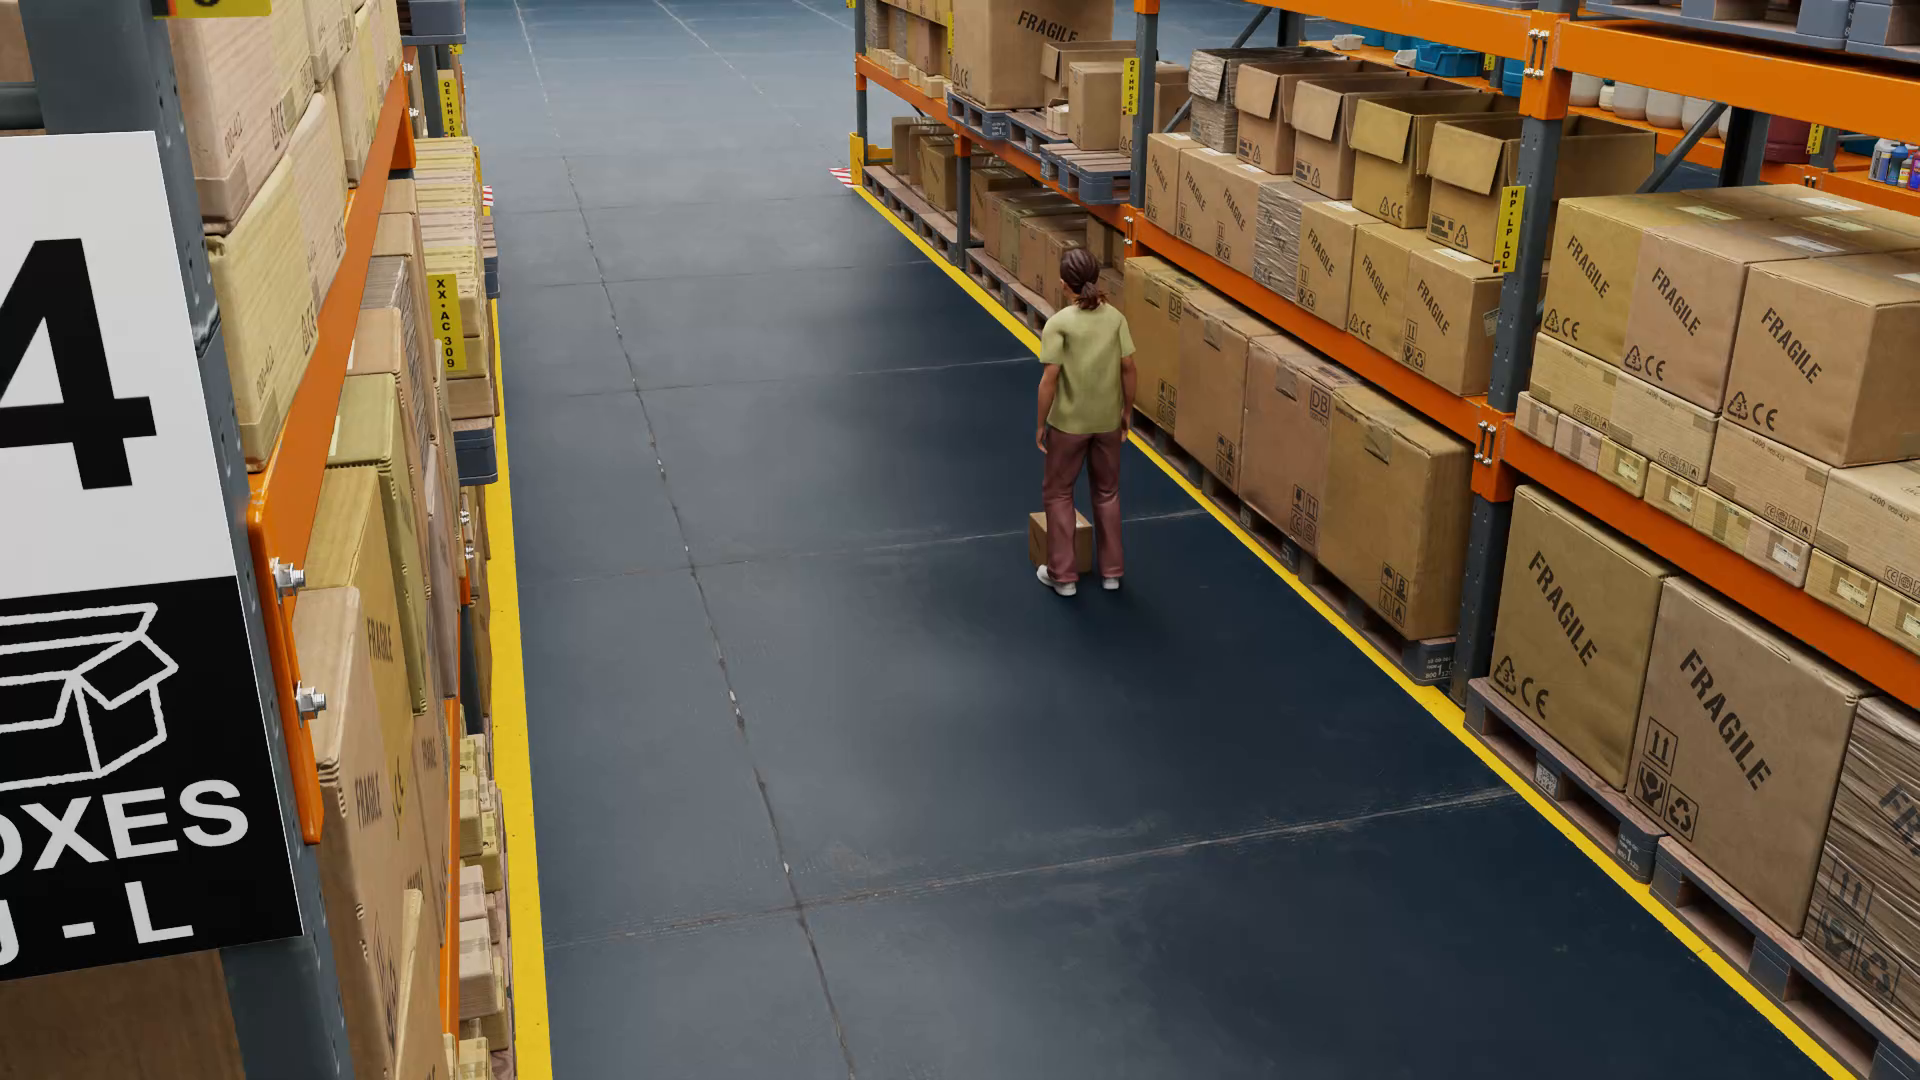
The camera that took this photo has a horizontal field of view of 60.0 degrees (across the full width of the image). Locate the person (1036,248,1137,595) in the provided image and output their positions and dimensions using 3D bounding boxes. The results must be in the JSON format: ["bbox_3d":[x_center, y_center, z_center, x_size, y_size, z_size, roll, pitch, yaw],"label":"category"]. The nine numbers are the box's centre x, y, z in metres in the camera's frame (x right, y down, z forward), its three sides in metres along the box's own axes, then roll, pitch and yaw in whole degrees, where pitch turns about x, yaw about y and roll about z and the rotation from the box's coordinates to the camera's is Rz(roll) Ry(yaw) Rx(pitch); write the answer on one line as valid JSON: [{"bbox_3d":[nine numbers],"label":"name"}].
[{"bbox_3d":[0.581,-0.546,7.885,0.504,1.671,0.360,-7,24,-17],"label":"person"}]
